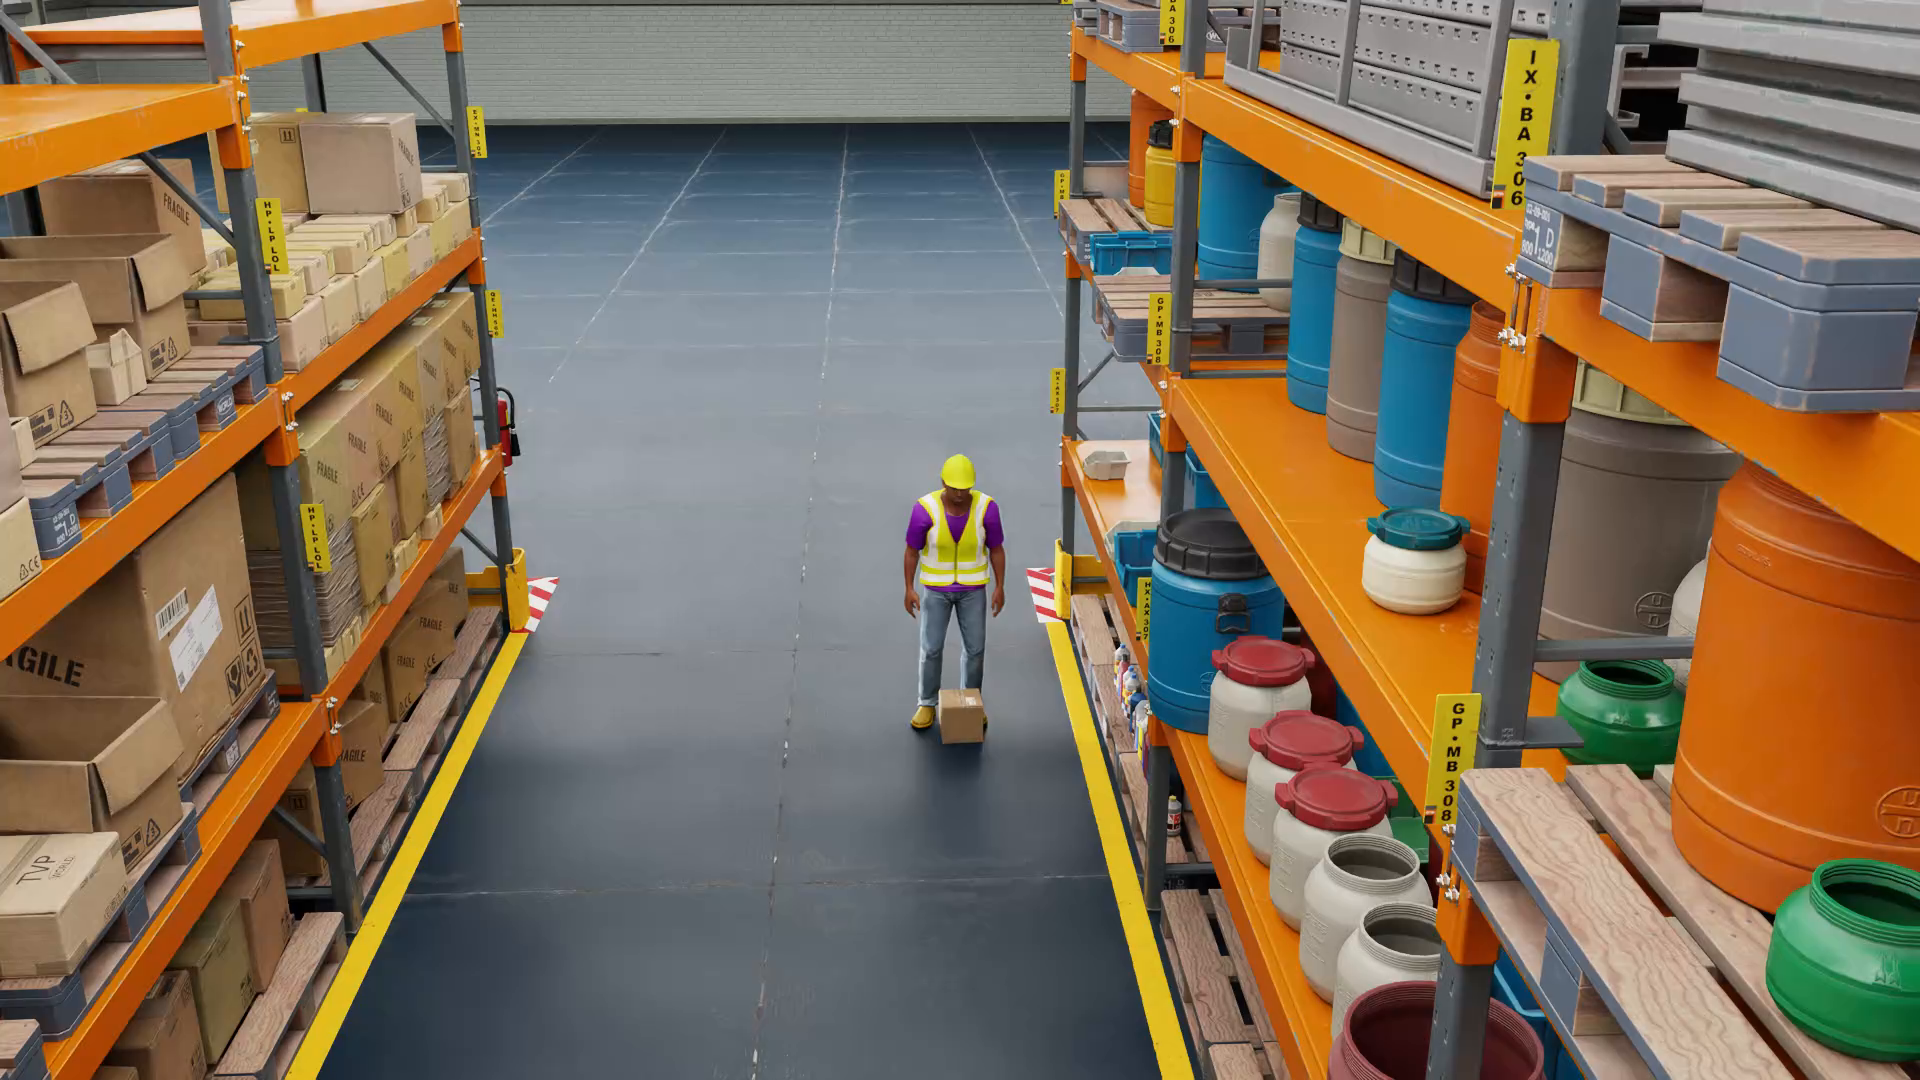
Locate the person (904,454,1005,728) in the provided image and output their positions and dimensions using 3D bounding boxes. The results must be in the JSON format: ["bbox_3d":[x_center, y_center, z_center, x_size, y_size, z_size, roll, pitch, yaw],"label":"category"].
[{"bbox_3d":[-0.032,0.304,10.225,0.627,1.761,0.459,-1,20,-3],"label":"person"}]
